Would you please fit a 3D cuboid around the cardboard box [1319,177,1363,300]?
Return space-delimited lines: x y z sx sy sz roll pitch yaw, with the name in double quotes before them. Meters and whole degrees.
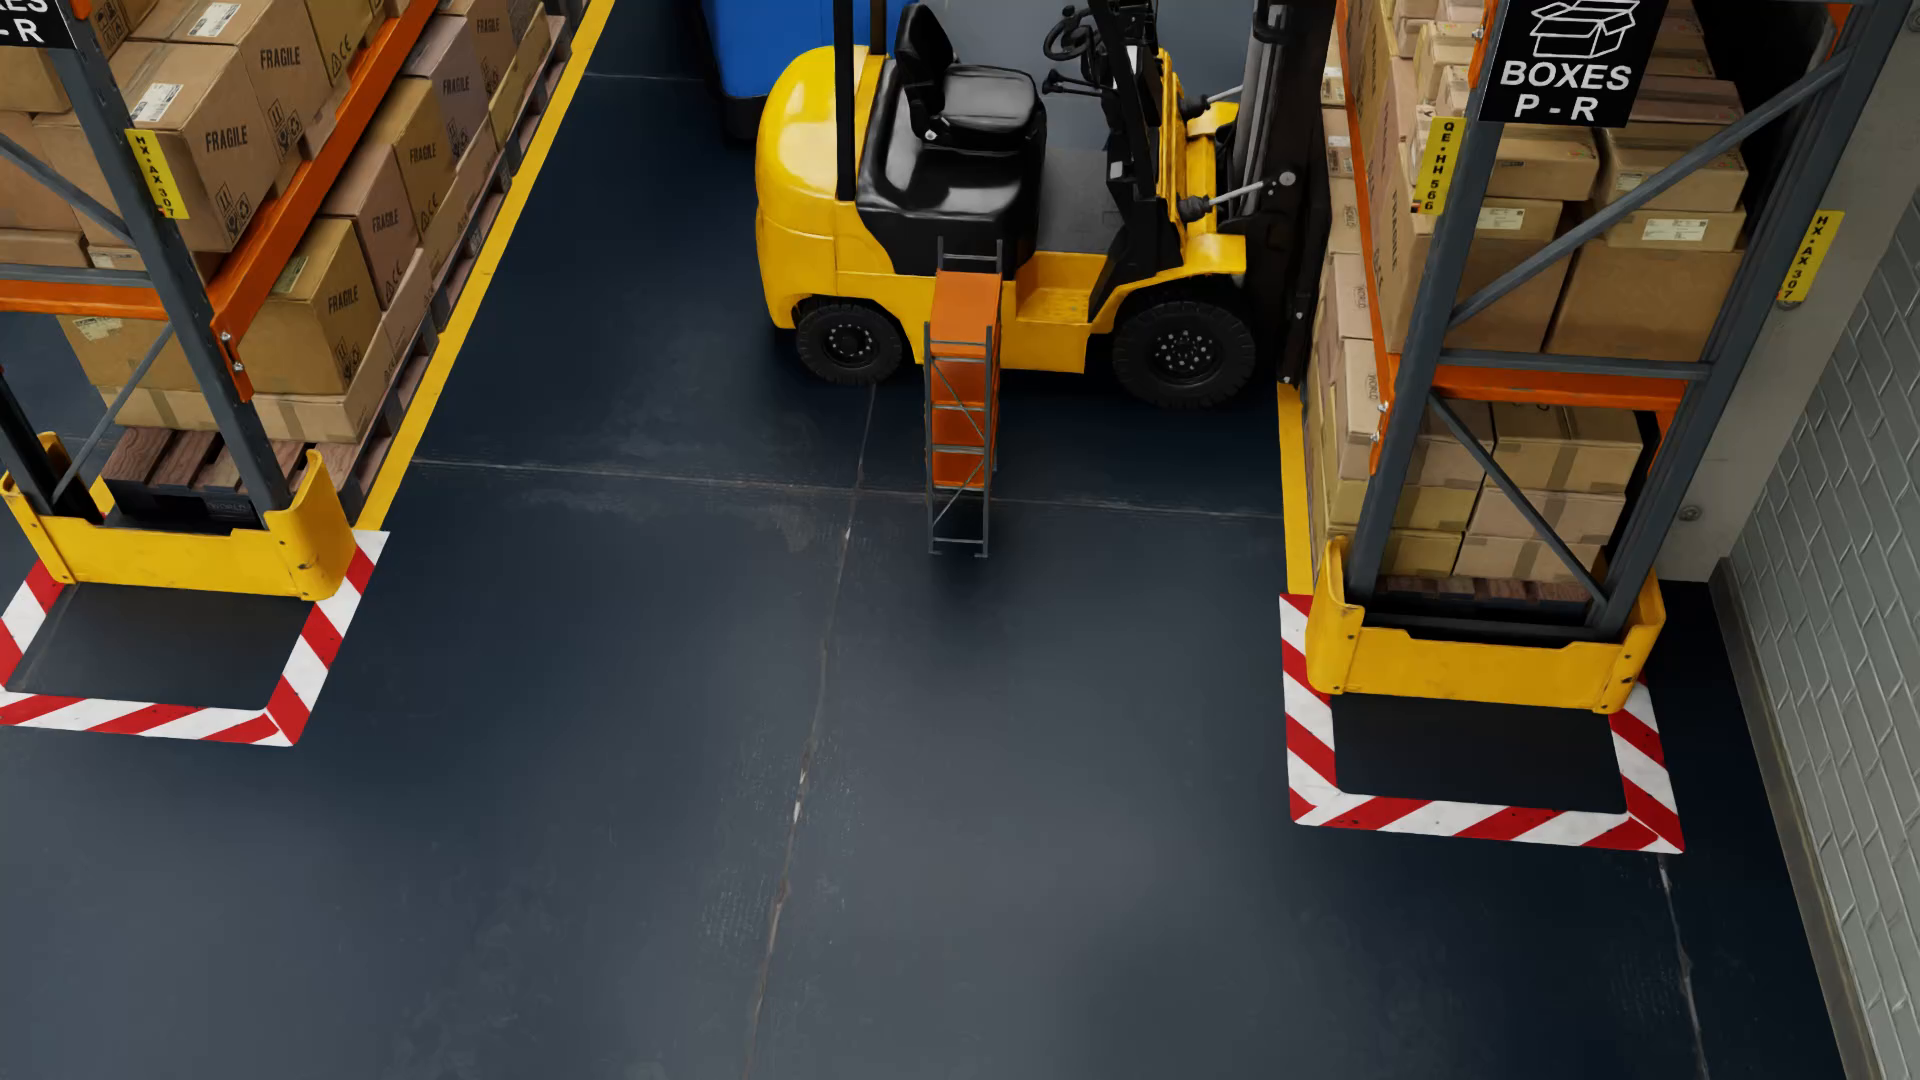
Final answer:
"cardboard box" 1.714 -1.205 6.721 0.500 0.250 0.500 4 48 4

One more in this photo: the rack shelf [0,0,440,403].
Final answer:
"rack shelf" -2.855 -2.106 7.131 1.077 0.370 4.000 4 48 4

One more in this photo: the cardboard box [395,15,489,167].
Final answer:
"cardboard box" -2.550 -2.083 7.693 0.500 0.500 0.500 6 48 6

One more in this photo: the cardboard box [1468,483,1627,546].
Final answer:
"cardboard box" 2.156 -0.262 6.197 0.500 0.250 0.500 5 48 4

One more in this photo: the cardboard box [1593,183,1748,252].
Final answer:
"cardboard box" 2.195 -1.032 5.154 0.380 0.149 0.250 3 48 3

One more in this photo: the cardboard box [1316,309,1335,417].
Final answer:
"cardboard box" 1.695 -0.677 6.576 0.500 0.250 0.500 3 48 3

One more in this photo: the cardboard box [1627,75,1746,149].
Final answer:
"cardboard box" 2.236 -1.324 5.220 0.380 0.149 0.250 5 48 5

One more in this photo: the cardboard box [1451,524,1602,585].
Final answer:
"cardboard box" 2.145 -0.109 6.396 0.500 0.250 0.500 4 48 4

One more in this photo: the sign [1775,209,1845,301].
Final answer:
"sign" 2.458 -0.825 4.831 0.100 0.325 0.005 4 48 4

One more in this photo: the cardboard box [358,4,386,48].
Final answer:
"cardboard box" -2.610 -2.171 6.873 0.380 0.149 0.250 3 48 2

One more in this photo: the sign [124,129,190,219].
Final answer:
"sign" -2.497 -1.135 5.168 0.100 0.325 0.005 4 48 4

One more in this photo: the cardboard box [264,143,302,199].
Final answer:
"cardboard box" -2.687 -1.406 6.173 0.380 0.149 0.250 2 48 2

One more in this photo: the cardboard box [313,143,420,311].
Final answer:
"cardboard box" -2.644 -1.322 6.997 0.500 0.500 0.500 2 48 2

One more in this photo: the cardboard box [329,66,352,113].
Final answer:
"cardboard box" -2.628 -1.781 6.517 0.380 0.149 0.250 5 48 5

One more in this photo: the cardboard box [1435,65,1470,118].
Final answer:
"cardboard box" 1.720 -1.361 5.253 0.380 0.149 0.250 4 48 4

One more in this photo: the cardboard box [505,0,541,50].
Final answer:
"cardboard box" -2.460 -2.832 8.378 0.500 0.500 0.500 3 48 3

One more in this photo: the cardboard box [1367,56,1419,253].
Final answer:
"cardboard box" 1.746 -1.341 5.876 0.500 0.500 0.500 5 48 5

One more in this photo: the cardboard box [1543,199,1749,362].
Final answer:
"cardboard box" 2.228 -0.927 5.497 0.500 0.500 0.500 5 48 5

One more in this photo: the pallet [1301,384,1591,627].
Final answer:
"pallet" 1.934 -0.171 6.764 1.003 0.211 1.213 4 48 4

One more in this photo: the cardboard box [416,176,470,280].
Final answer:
"cardboard box" -2.597 -1.443 7.616 0.500 0.250 0.500 7 48 6

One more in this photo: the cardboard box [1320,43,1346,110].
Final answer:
"cardboard box" 1.823 -1.962 7.413 0.500 0.250 0.500 5 48 5

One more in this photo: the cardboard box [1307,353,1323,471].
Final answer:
"cardboard box" 1.689 -0.493 6.747 0.500 0.250 0.500 4 48 4

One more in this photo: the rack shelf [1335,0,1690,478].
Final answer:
"rack shelf" 2.088 -1.775 6.828 1.077 0.370 4.000 4 48 4

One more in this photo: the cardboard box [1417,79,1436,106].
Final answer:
"cardboard box" 1.737 -1.450 5.536 0.380 0.149 0.250 5 48 4

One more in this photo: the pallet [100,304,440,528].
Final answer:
"pallet" -2.921 -0.588 7.145 1.003 0.211 1.213 4 48 4

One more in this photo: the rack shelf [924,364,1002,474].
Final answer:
"rack shelf" 0.015 -0.481 6.468 0.258 0.148 0.480 4 48 4

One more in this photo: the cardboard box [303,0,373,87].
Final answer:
"cardboard box" -2.629 -2.098 6.366 0.500 0.500 0.500 3 48 3

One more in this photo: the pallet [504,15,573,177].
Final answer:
"pallet" -2.699 -2.381 8.785 1.003 0.211 1.213 4 48 4

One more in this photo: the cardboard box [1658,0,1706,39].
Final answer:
"cardboard box" 2.254 -1.699 5.562 0.380 0.149 0.250 4 48 4

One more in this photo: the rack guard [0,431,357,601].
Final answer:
"rack guard" -3.031 -0.091 6.494 1.175 0.500 0.348 4 48 4

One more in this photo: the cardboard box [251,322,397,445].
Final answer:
"cardboard box" -2.689 -0.667 6.906 0.500 0.250 0.500 4 48 3

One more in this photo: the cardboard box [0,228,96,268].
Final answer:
"cardboard box" -3.216 -1.083 5.878 0.380 0.149 0.250 5 48 5

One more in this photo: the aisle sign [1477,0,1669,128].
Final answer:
"aisle sign" 1.607 -1.396 4.233 0.394 0.787 0.004 4 48 4

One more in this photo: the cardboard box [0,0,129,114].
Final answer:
"cardboard box" -3.208 -1.740 5.362 0.700 0.500 0.500 3 48 3

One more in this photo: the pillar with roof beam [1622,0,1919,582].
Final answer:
"pillar with roof beam" -1.420 -3.313 3.682 9.100 9.000 0.400 4 48 4

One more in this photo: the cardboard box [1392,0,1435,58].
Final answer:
"cardboard box" 1.748 -1.831 5.885 0.380 0.149 0.250 2 48 2

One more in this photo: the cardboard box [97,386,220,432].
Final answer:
"cardboard box" -3.230 -0.722 6.957 0.500 0.250 0.500 4 48 3

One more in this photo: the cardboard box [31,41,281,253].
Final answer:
"cardboard box" -2.718 -1.342 5.676 0.500 0.500 0.500 3 48 3

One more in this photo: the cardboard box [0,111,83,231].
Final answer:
"cardboard box" -3.262 -1.430 5.756 0.500 0.500 0.500 3 48 3

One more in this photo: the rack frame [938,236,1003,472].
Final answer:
"rack frame" 0.037 -0.706 6.583 0.240 1.200 0.015 4 48 4

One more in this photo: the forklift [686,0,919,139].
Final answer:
"forklift" -1.029 -4.158 8.567 1.130 2.935 3.031 -10 48 -9

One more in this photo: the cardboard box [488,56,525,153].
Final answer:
"cardboard box" -2.498 -2.187 8.297 0.500 0.250 0.500 3 48 2

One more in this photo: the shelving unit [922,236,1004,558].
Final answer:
"shelving unit" 0.015 -0.527 6.419 0.258 1.200 0.503 4 48 4

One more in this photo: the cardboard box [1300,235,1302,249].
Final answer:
"cardboard box" 1.768 -1.243 7.433 0.500 0.250 0.500 5 48 5

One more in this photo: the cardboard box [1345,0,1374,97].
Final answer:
"cardboard box" 1.827 -2.088 6.559 0.500 0.500 0.500 4 48 4

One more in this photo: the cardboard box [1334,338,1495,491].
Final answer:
"cardboard box" 1.637 -0.458 6.037 0.500 0.250 0.500 5 48 5

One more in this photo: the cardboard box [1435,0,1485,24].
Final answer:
"cardboard box" 1.814 -1.733 5.594 0.380 0.149 0.250 4 48 4

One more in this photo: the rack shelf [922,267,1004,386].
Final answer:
"rack shelf" 0.015 -0.792 6.129 0.258 0.148 0.480 4 48 4

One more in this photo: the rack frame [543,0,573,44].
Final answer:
"rack frame" -2.673 -3.818 8.209 1.000 3.000 0.127 4 48 4

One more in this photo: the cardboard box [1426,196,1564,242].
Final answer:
"cardboard box" 1.658 -1.074 5.192 0.380 0.149 0.250 5 48 4
